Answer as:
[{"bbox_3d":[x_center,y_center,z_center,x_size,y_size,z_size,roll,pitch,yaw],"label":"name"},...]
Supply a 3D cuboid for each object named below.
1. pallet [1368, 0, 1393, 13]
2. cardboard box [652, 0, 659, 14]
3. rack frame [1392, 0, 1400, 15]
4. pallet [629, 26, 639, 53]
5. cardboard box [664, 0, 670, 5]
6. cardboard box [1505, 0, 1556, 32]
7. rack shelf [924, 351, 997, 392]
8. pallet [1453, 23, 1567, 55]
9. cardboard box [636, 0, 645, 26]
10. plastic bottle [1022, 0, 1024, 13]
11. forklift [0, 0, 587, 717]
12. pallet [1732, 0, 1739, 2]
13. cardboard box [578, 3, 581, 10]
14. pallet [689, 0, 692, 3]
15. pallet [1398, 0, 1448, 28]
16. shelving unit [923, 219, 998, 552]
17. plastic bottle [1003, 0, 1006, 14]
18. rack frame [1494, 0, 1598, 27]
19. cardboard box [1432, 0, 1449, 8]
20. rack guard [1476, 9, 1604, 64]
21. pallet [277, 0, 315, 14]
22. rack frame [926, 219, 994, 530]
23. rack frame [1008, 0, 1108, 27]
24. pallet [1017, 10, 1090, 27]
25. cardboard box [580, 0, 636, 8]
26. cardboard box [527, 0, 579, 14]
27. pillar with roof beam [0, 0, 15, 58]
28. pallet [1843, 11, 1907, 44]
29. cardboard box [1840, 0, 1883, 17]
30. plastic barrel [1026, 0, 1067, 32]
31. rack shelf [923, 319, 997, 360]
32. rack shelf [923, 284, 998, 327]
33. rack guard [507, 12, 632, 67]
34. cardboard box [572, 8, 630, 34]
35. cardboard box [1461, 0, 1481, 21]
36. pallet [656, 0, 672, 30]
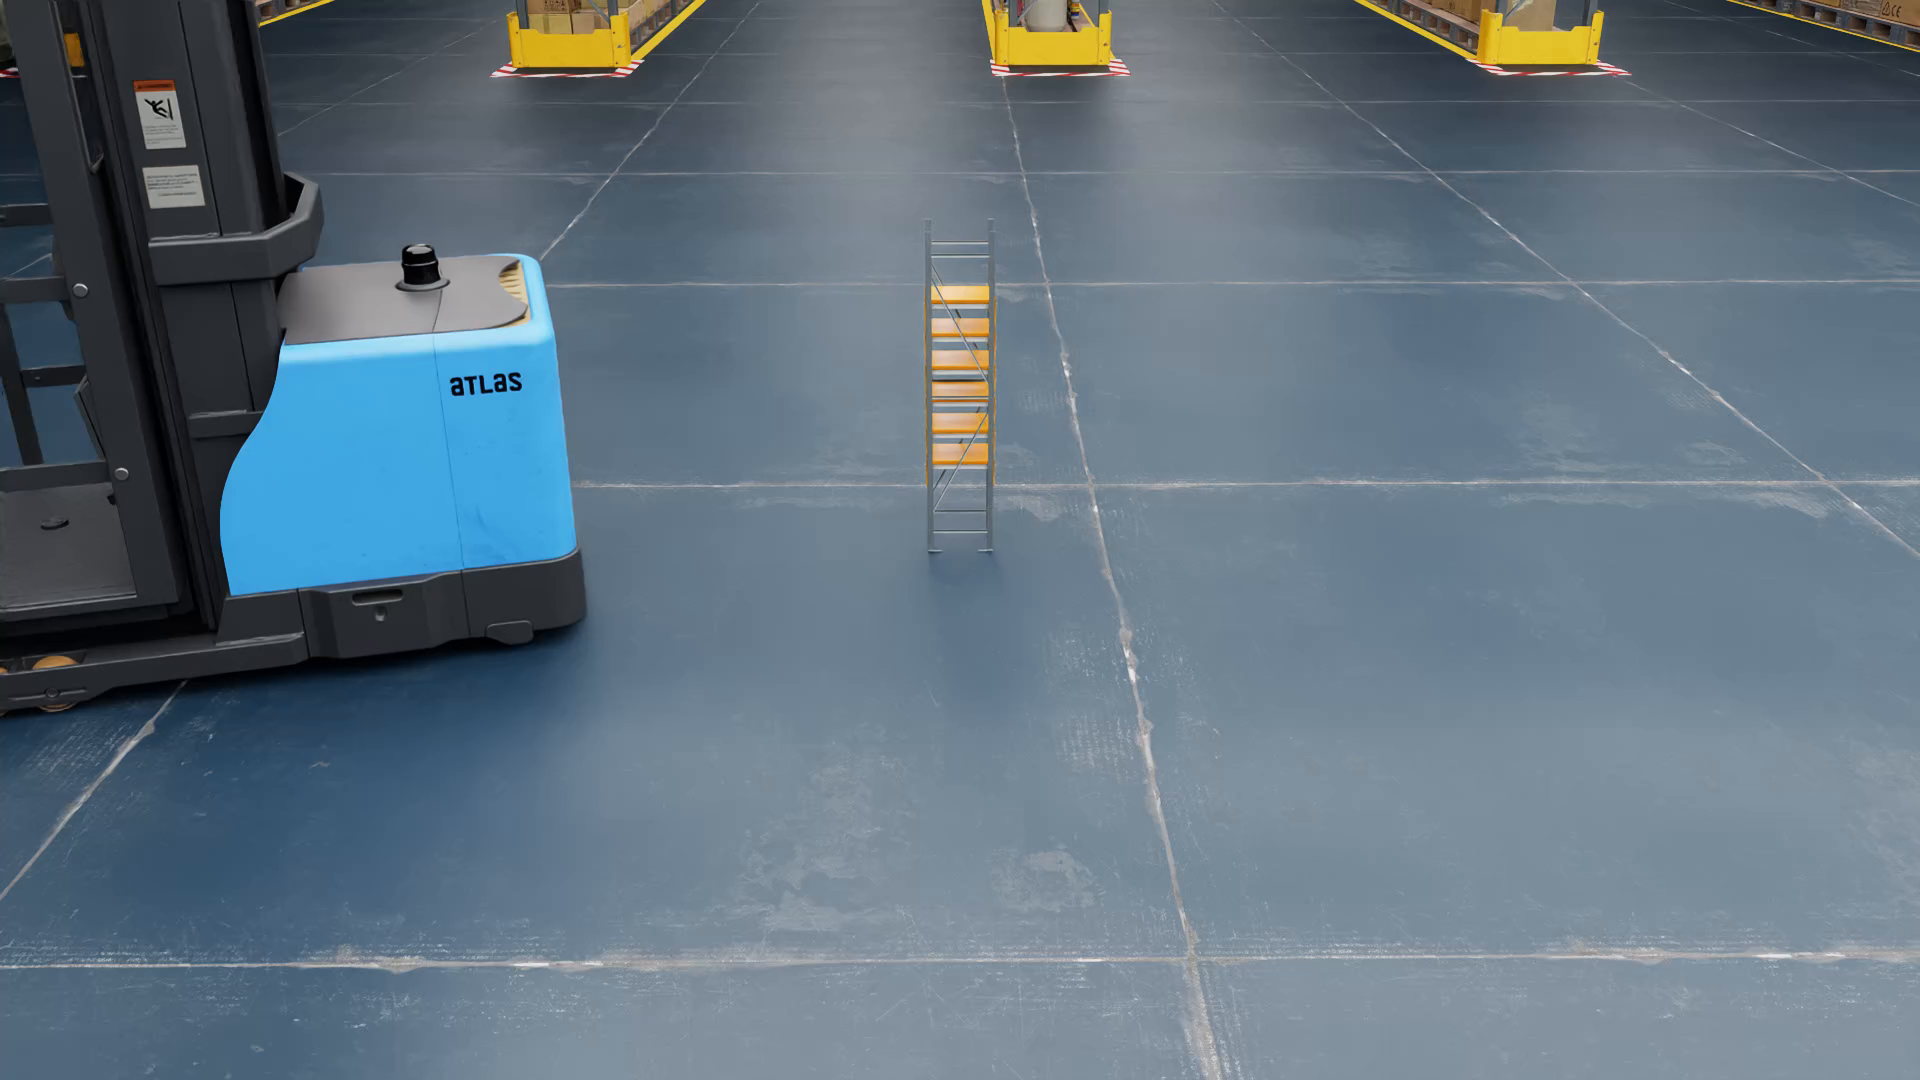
[{"bbox_3d":[5.892,-6.971,21.408,1.003,0.211,1.213,0,24,-1],"label":"pallet"},{"bbox_3d":[-3.764,-6.215,19.178,0.500,0.250,0.500,0,24,-1],"label":"cardboard box"},{"bbox_3d":[5.902,-7.921,20.124,1.000,3.000,0.127,0,24,-1],"label":"rack frame"},{"bbox_3d":[-4.010,-5.274,17.656,1.003,0.211,1.213,0,24,-1],"label":"pallet"},{"bbox_3d":[-3.780,-6.627,20.089,0.500,0.250,0.500,0,24,-1],"label":"cardboard box"},{"bbox_3d":[5.956,-5.583,17.477,0.500,0.500,0.500,4,25,9],"label":"cardboard box"},{"bbox_3d":[0.000,-0.610,5.958,0.258,0.103,0.180,0,24,-1],"label":"rack shelf"},{"bbox_3d":[5.972,-5.369,17.864,1.003,0.211,1.213,0,24,-1],"label":"pallet"},{"bbox_3d":[-3.757,-5.802,18.267,0.500,0.250,0.500,0,24,-1],"label":"cardboard box"},{"bbox_3d":[0.683,-6.100,18.960,0.097,0.201,0.097,0,24,0],"label":"plastic bottle"},{"bbox_3d":[-2.819,-1.031,4.973,3.031,2.935,1.130,-7,25,-15],"label":"forklift"},{"bbox_3d":[10.763,-7.453,22.472,1.003,0.211,1.213,0,24,-1],"label":"pallet"},{"bbox_3d":[-4.279,-5.594,17.806,0.500,0.250,0.500,0,24,-1],"label":"cardboard box"},{"bbox_3d":[-4.067,-7.415,22.389,1.003,0.211,1.213,0,24,-1],"label":"pallet"},{"bbox_3d":[5.945,-6.374,20.087,1.003,0.211,1.213,0,24,-1],"label":"pallet"},{"bbox_3d":[0.000,-0.541,5.990,0.258,1.200,0.189,0,24,-1],"label":"shelving unit"},{"bbox_3d":[0.515,-6.016,18.675,0.061,0.283,0.133,0,24,1],"label":"plastic bottle"},{"bbox_3d":[5.946,-6.273,16.480,1.000,3.000,0.127,0,24,-1],"label":"rack frame"},{"bbox_3d":[5.881,-6.573,19.666,0.500,0.500,0.500,8,25,16],"label":"cardboard box"},{"bbox_3d":[5.945,-5.165,17.064,1.175,0.500,0.348,0,24,-1],"label":"rack guard"},{"bbox_3d":[-8.967,-6.905,21.260,1.003,0.211,1.213,0,24,-1],"label":"pallet"},{"bbox_3d":[-0.001,-0.578,6.073,0.240,1.200,0.006,0,24,-1],"label":"rack frame"},{"bbox_3d":[0.993,-6.251,16.430,1.000,3.000,0.127,0,24,-1],"label":"rack frame"},{"bbox_3d":[0.932,-5.847,18.923,1.003,0.211,1.213,0,24,-1],"label":"pallet"},{"bbox_3d":[-3.751,-5.938,17.656,0.500,0.500,0.500,0,24,-1],"label":"cardboard box"},{"bbox_3d":[-4.263,-5.730,17.196,0.500,0.500,0.500,0,24,-1],"label":"cardboard box"},{"bbox_3d":[-5.481,-9.243,15.768,9.100,9.000,0.400,0,24,-1],"label":"pillar with roof beam"},{"bbox_3d":[10.809,-5.814,18.848,1.003,0.211,1.213,0,24,-1],"label":"pallet"},{"bbox_3d":[10.814,-6.494,19.038,0.875,0.875,0.875,0,24,0],"label":"cardboard box"},{"bbox_3d":[0.910,-5.579,17.455,0.421,0.512,0.421,0,24,0],"label":"plastic barrel"},{"bbox_3d":[0.000,-0.719,5.909,0.258,0.103,0.180,0,24,-1],"label":"rack shelf"},{"bbox_3d":[0.000,-0.828,5.860,0.258,0.103,0.180,0,24,-1],"label":"rack shelf"},{"bbox_3d":[-3.960,-5.081,16.878,1.175,0.500,0.348,0,24,-1],"label":"rack guard"},{"bbox_3d":[-3.743,-5.390,17.355,0.500,0.250,0.500,0,24,-1],"label":"cardboard box"},{"bbox_3d":[5.927,-6.087,18.592,0.500,0.500,0.500,2,24,4],"label":"cardboard box"},{"bbox_3d":[-4.037,-6.280,19.879,1.003,0.211,1.213,0,24,-1],"label":"pallet"}]
